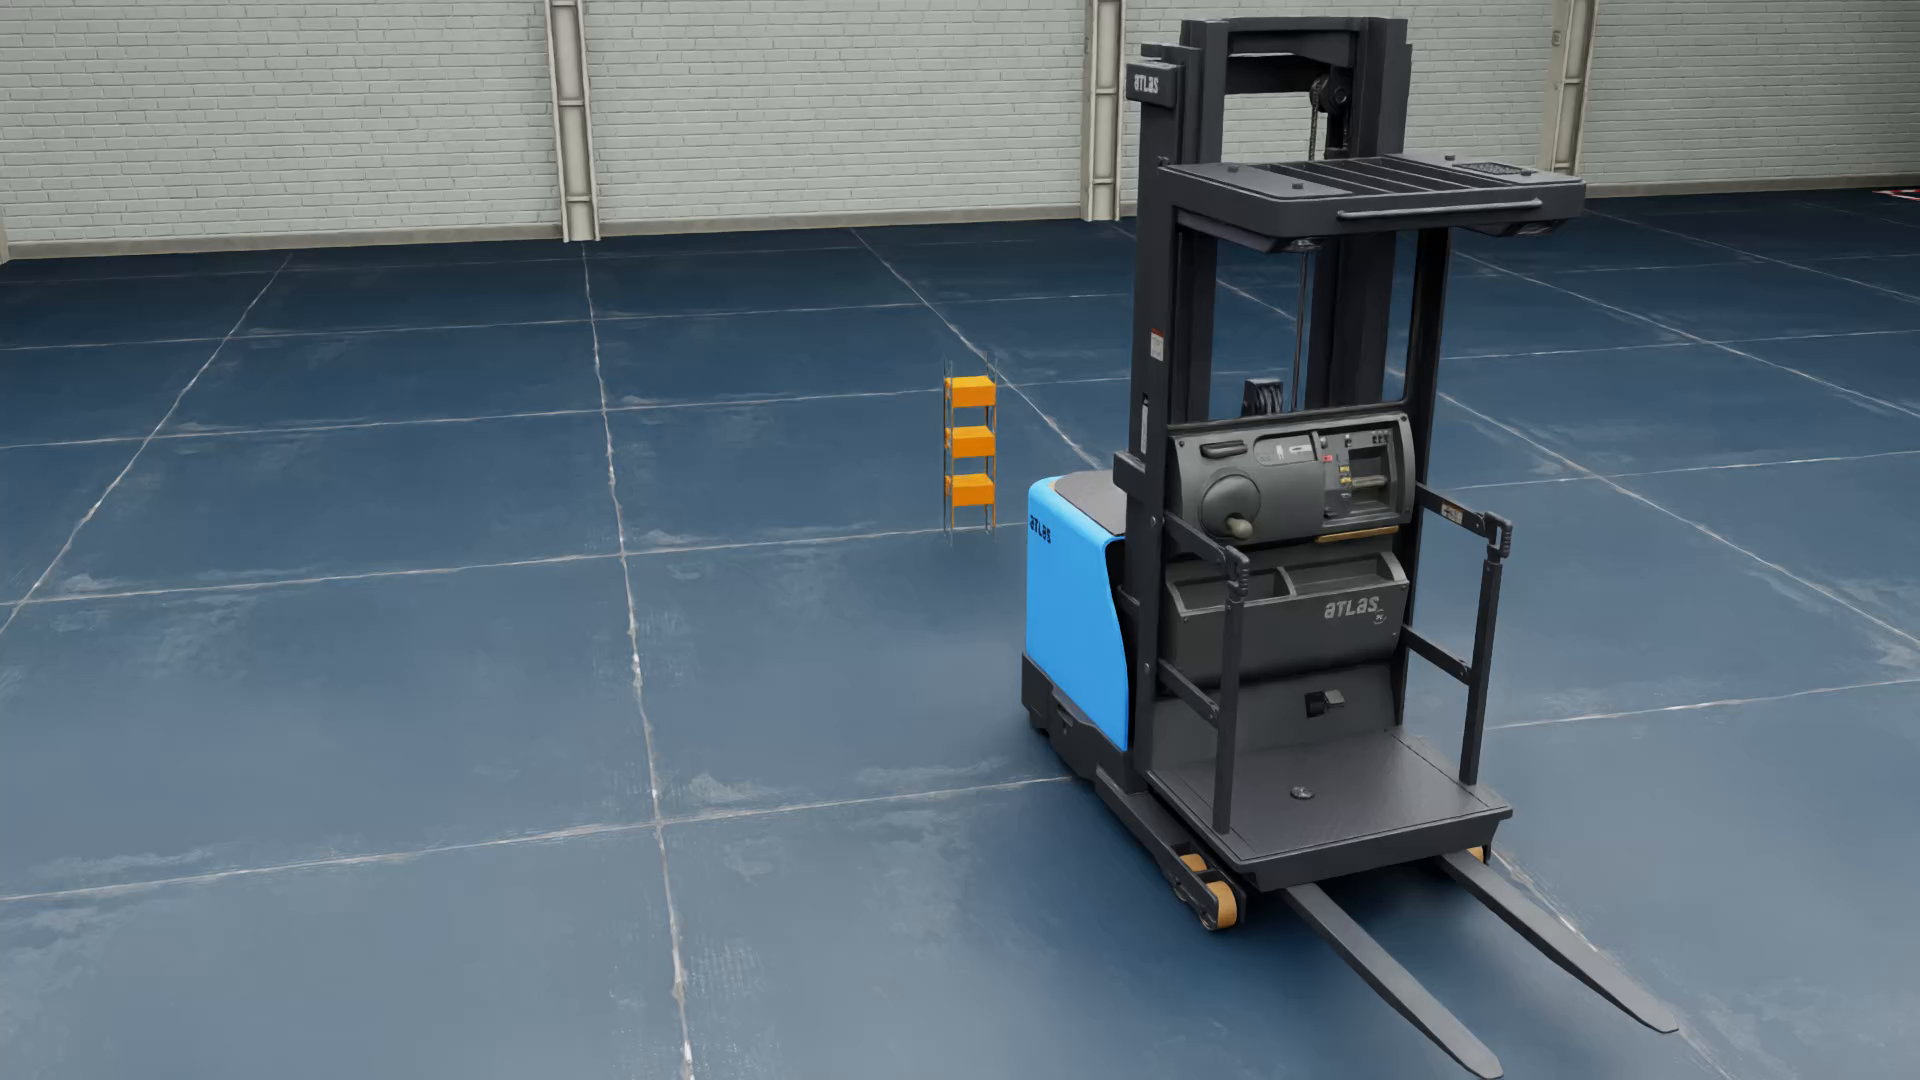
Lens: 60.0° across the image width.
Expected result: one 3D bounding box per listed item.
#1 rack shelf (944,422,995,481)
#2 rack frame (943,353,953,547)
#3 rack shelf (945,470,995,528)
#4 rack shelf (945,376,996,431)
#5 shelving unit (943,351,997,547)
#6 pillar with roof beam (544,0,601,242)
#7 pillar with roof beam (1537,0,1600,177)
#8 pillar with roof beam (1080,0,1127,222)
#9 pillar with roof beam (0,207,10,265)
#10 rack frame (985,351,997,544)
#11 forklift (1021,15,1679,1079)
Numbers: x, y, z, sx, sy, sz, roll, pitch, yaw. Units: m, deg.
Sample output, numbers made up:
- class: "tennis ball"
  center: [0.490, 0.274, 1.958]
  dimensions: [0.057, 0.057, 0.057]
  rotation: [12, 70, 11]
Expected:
- class: "rack shelf"
  center: [0.052, -0.487, 9.149]
  dimensions: [0.240, 0.259, 0.215]
  rotation: [-5, 21, -12]
- class: "rack frame"
  center: [-0.067, -0.488, 9.119]
  dimensions: [0.008, 1.050, 0.200]
  rotation: [-5, 21, -12]
- class: "rack shelf"
  center: [0.052, -0.226, 9.245]
  dimensions: [0.240, 0.259, 0.215]
  rotation: [-5, 21, -12]
- class: "rack shelf"
  center: [0.052, -0.754, 9.052]
  dimensions: [0.240, 0.259, 0.215]
  rotation: [-5, 21, -12]
- class: "shelving unit"
  center: [0.052, -0.497, 9.146]
  dimensions: [0.252, 1.050, 0.215]
  rotation: [-5, 21, -12]
- class: "pillar with roof beam"
  center: [-3.195, -6.113, 12.918]
  dimensions: [0.400, 9.000, 9.100]
  rotation: [-5, 21, -12]
- class: "pillar with roof beam"
  center: [8.483, -7.062, 15.511]
  dimensions: [0.400, 9.000, 9.100]
  rotation: [-5, 21, -12]
- class: "pillar with roof beam"
  center: [2.644, -6.587, 14.215]
  dimensions: [0.400, 9.000, 9.100]
  rotation: [-5, 21, -12]
- class: "pillar with roof beam"
  center: [-9.034, -5.638, 11.622]
  dimensions: [0.400, 9.000, 9.100]
  rotation: [-5, 21, -12]
- class: "rack frame"
  center: [0.171, -0.507, 9.172]
  dimensions: [0.008, 1.050, 0.200]
  rotation: [-5, 21, -12]
- class: "forklift"
  center: [1.249, -0.204, 5.610]
  dimensions: [1.130, 2.935, 3.031]
  rotation: [-7, 21, -19]
